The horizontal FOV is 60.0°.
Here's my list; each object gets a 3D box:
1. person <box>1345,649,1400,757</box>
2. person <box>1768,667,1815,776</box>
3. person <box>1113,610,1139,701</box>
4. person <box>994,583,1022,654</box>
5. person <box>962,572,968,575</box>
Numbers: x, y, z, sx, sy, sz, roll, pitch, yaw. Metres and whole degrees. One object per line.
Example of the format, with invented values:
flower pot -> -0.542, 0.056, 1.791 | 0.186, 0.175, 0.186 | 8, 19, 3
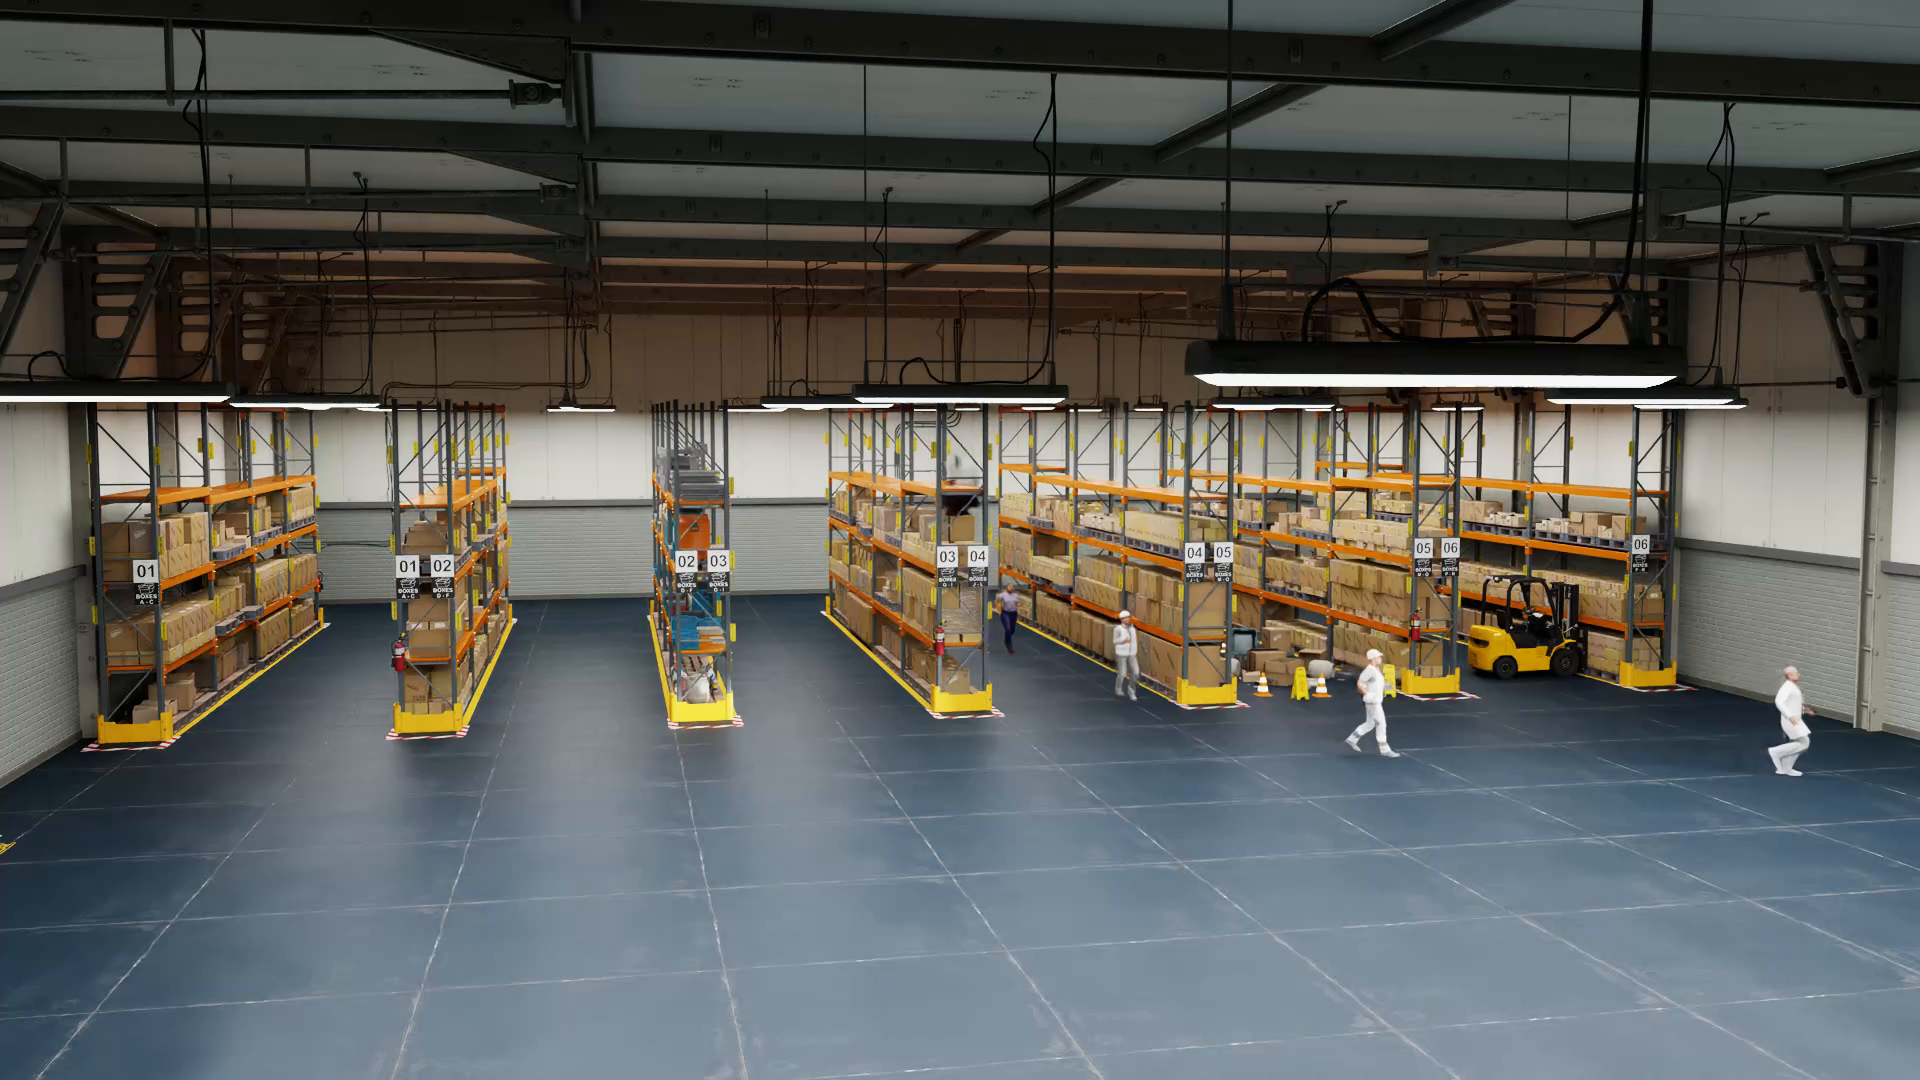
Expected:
person -> 6.902, 2.709, 27.771 | 0.902, 1.777, 0.667 | 2, 5, 20
person -> 13.204, 2.876, 26.336 | 0.584, 1.733, 0.710 | 2, 5, 29
person -> 3.348, 2.329, 33.395 | 0.637, 1.826, 0.713 | -2, 5, -20
person -> 1.189, 1.864, 40.127 | 0.594, 1.671, 0.895 | -2, 5, -24
person -> -0.086, 1.254, 48.942 | 0.486, 1.555, 0.663 | -4, 6, -44
